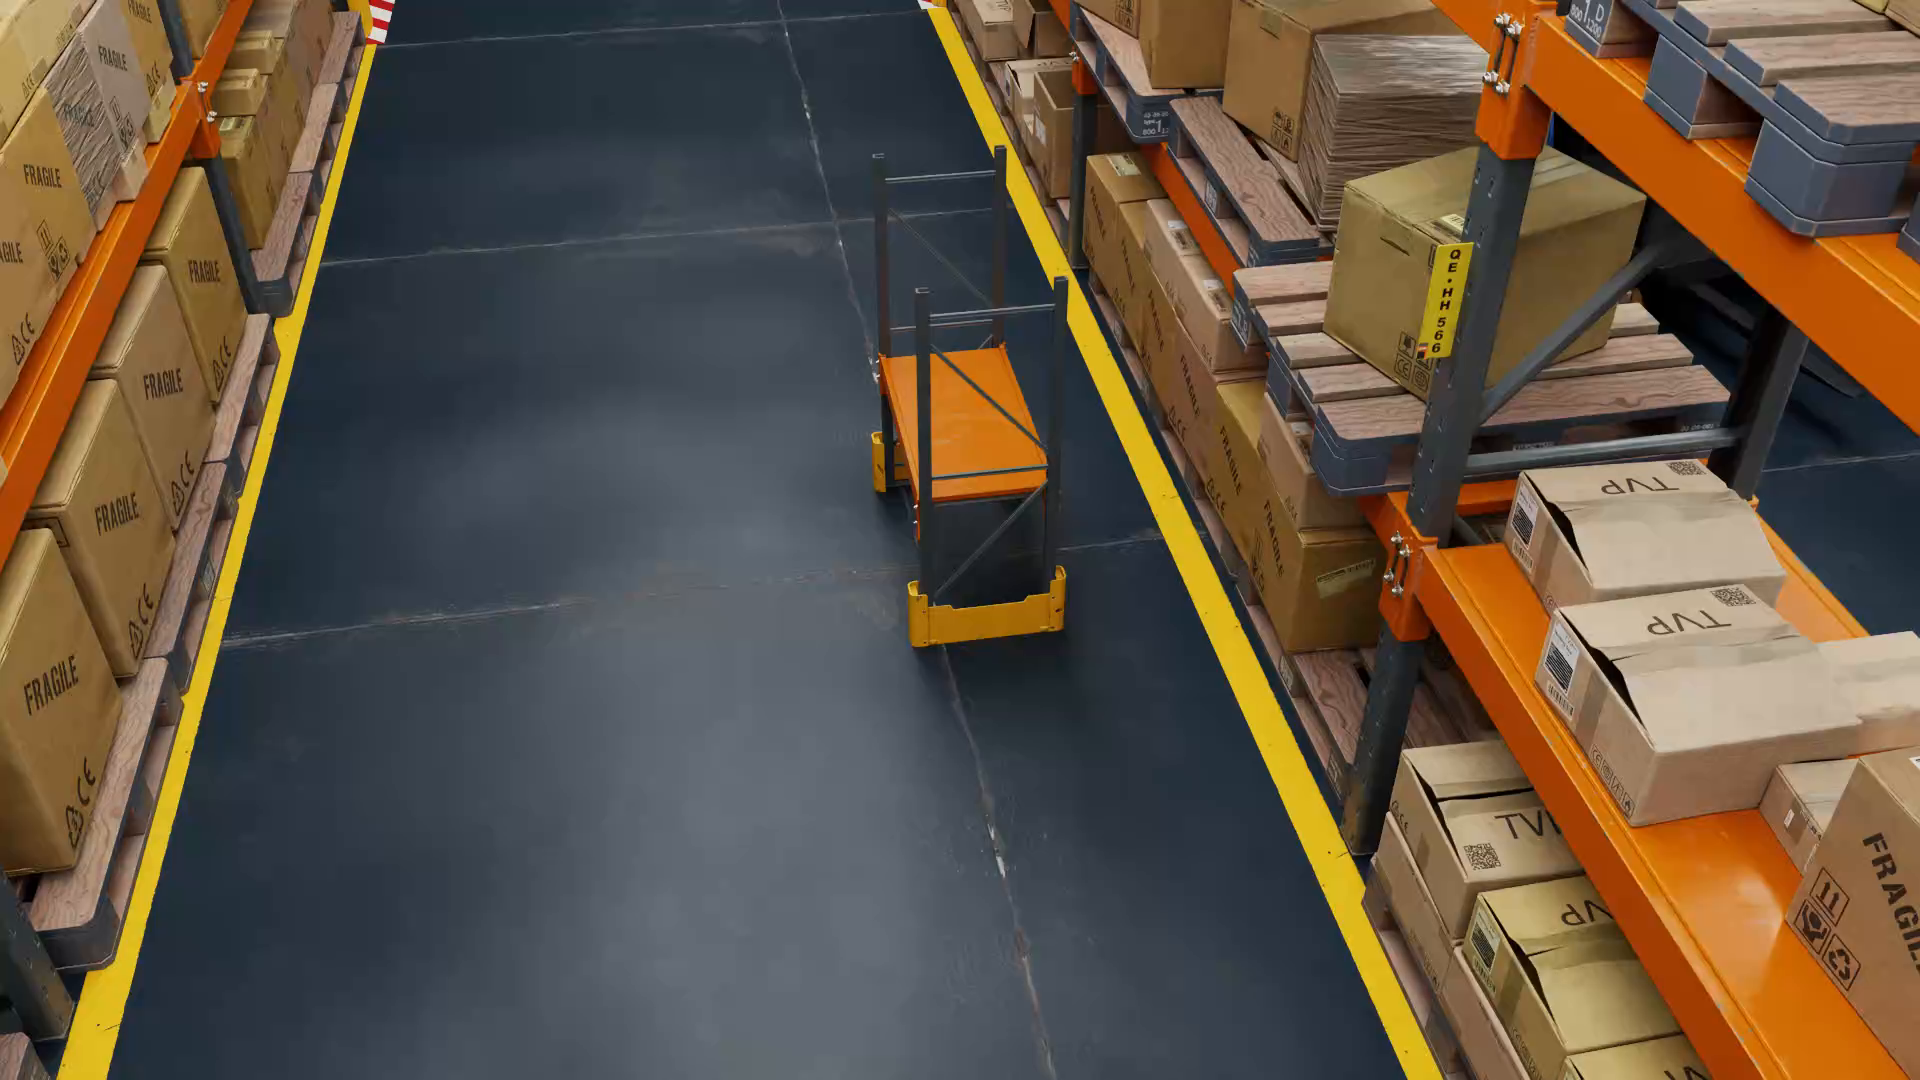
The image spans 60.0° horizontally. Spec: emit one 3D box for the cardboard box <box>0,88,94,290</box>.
[{"bbox_3d":[-3.219,-1.120,5.407,0.500,0.500,0.500,-5,38,-7],"label":"cardboard box"}]

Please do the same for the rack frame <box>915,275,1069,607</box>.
[{"bbox_3d":[0.104,-0.234,5.828,0.500,1.500,0.032,-6,38,-8],"label":"rack frame"}]

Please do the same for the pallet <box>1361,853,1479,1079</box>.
[{"bbox_3d":[1.864,1.364,4.822,1.003,0.211,1.213,-6,38,-8],"label":"pallet"}]

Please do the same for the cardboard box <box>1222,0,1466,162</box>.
[{"bbox_3d":[1.427,-1.800,6.198,0.700,0.500,0.500,-16,41,-19],"label":"cardboard box"}]

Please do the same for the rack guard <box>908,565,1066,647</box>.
[{"bbox_3d":[0.101,0.248,6.227,0.587,0.250,0.087,-6,38,-8],"label":"rack guard"}]

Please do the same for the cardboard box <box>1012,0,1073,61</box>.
[{"bbox_3d":[0.723,-2.977,9.813,0.797,0.503,0.637,-6,38,-8],"label":"cardboard box"}]

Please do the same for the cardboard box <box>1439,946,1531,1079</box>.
[{"bbox_3d":[1.650,1.333,4.489,0.500,0.250,0.500,-7,38,-9],"label":"cardboard box"}]

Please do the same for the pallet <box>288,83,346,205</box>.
[{"bbox_3d":[-4.093,-2.225,9.442,1.003,0.211,1.213,-6,38,-8],"label":"pallet"}]

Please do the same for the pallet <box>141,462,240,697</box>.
[{"bbox_3d":[-3.393,0.178,6.349,1.003,0.211,1.213,-6,38,-8],"label":"pallet"}]

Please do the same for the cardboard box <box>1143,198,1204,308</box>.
[{"bbox_3d":[1.077,-1.215,6.937,0.500,0.250,0.500,-6,38,-8],"label":"cardboard box"}]

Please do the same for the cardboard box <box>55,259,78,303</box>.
[{"bbox_3d":[-3.267,-0.921,5.679,0.380,0.149,0.250,-5,38,-7],"label":"cardboard box"}]

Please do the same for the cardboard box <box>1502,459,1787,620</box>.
[{"bbox_3d":[1.779,0.021,4.351,0.500,0.311,0.500,-4,38,-5],"label":"cardboard box"}]

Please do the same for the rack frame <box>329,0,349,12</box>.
[{"bbox_3d":[-4.521,-4.536,10.143,1.000,3.000,0.127,-6,38,-8],"label":"rack frame"}]

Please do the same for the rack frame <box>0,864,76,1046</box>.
[{"bbox_3d":[-3.118,0.296,3.924,1.000,3.000,0.127,-6,38,-8],"label":"rack frame"}]

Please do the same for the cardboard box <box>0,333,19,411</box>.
[{"bbox_3d":[-3.034,-0.507,4.617,0.500,0.500,0.500,-5,38,-6],"label":"cardboard box"}]

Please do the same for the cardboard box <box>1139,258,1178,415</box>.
[{"bbox_3d":[1.087,-0.899,7.142,0.500,0.500,0.500,-6,38,-7],"label":"cardboard box"}]

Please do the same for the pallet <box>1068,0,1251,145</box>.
[{"bbox_3d":[1.090,-2.085,7.145,1.003,0.211,1.213,-6,38,-8],"label":"pallet"}]

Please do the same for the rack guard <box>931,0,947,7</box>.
[{"bbox_3d":[0.369,-4.038,11.540,1.175,0.500,0.348,-6,38,-8],"label":"rack guard"}]

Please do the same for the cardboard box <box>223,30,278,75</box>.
[{"bbox_3d":[-3.822,-2.559,8.765,0.380,0.149,0.250,-7,38,-9],"label":"cardboard box"}]

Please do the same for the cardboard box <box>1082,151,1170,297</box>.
[{"bbox_3d":[0.902,-1.523,7.944,0.500,0.500,0.500,-8,39,-10],"label":"cardboard box"}]

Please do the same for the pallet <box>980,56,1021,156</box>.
[{"bbox_3d":[0.720,-2.707,10.062,1.003,0.211,1.213,-6,38,-8],"label":"pallet"}]

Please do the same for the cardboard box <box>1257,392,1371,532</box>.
[{"bbox_3d":[1.349,-0.295,5.752,0.500,0.250,0.500,-5,38,-6],"label":"cardboard box"}]

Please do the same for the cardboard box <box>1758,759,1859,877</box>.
[{"bbox_3d":[2.037,0.625,3.706,0.380,0.149,0.250,-4,38,-5],"label":"cardboard box"}]

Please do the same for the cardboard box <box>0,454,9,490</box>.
[{"bbox_3d":[-2.947,-0.159,4.698,0.380,0.149,0.250,-5,38,-7],"label":"cardboard box"}]

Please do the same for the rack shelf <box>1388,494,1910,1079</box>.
[{"bbox_3d":[2.109,1.253,3.278,1.077,0.370,4.000,-6,38,-8],"label":"rack shelf"}]

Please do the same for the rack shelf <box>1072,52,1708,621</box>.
[{"bbox_3d":[1.408,-1.163,6.388,1.077,0.370,4.000,-6,38,-8],"label":"rack shelf"}]

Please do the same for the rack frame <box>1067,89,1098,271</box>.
[{"bbox_3d":[1.057,-2.655,7.722,1.000,3.000,0.127,-6,38,-8],"label":"rack frame"}]

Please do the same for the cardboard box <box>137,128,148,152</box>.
[{"bbox_3d":[-3.413,-1.544,6.480,0.380,0.149,0.250,-5,38,-7],"label":"cardboard box"}]

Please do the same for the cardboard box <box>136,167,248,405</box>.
[{"bbox_3d":[-3.577,-1.058,7.077,0.750,0.750,0.750,-6,38,-7],"label":"cardboard box"}]

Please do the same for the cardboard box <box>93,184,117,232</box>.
[{"bbox_3d":[-3.331,-1.235,6.084,0.380,0.149,0.250,-6,38,-8],"label":"cardboard box"}]

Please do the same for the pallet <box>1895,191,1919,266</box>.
[{"bbox_3d":[2.164,-0.273,2.366,1.003,0.211,1.213,-5,38,-6],"label":"pallet"}]

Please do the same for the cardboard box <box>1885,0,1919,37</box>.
[{"bbox_3d":[2.003,-0.947,2.859,0.500,0.250,0.500,-5,38,-7],"label":"cardboard box"}]

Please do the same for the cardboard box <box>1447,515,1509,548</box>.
[{"bbox_3d":[1.862,-0.047,6.044,0.500,0.500,0.500,-8,38,-10],"label":"cardboard box"}]

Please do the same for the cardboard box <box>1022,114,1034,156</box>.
[{"bbox_3d":[0.553,-2.236,9.149,0.380,0.149,0.250,-6,38,-8],"label":"cardboard box"}]

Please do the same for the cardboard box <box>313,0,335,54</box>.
[{"bbox_3d":[-4.299,-3.302,10.251,0.700,0.500,0.500,-6,38,-8],"label":"cardboard box"}]

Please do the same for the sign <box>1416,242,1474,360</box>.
[{"bbox_3d":[1.226,-0.601,4.199,0.100,0.325,0.005,-6,38,-8],"label":"sign"}]

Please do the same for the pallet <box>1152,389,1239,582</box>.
[{"bbox_3d":[1.454,-0.328,7.000,1.003,0.211,1.213,-6,38,-8],"label":"pallet"}]

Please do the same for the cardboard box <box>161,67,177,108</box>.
[{"bbox_3d":[-3.481,-1.855,6.881,0.380,0.149,0.250,-6,38,-8],"label":"cardboard box"}]

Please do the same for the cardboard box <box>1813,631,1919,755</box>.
[{"bbox_3d":[2.188,0.374,4.028,0.380,0.149,0.250,-6,38,-8],"label":"cardboard box"}]

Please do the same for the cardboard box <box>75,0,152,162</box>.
[{"bbox_3d":[-3.391,-1.726,6.186,0.500,0.500,0.500,-6,38,-8],"label":"cardboard box"}]

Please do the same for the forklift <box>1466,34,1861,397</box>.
[{"bbox_3d":[3.619,-2.541,7.632,1.130,2.935,3.031,-13,40,-17],"label":"forklift"}]

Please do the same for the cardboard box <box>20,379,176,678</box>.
[{"bbox_3d":[-3.265,-0.009,5.726,0.750,0.750,0.750,-6,38,-8],"label":"cardboard box"}]

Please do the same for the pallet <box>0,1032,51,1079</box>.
[{"bbox_3d":[-2.983,1.870,4.171,1.003,0.211,1.213,-6,38,-8],"label":"pallet"}]

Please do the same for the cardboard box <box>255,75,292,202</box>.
[{"bbox_3d":[-3.934,-2.065,8.658,0.700,0.500,0.500,-7,38,-8],"label":"cardboard box"}]

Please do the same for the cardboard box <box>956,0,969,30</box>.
[{"bbox_3d":[0.259,-3.498,10.690,0.500,0.250,0.500,-6,38,-8],"label":"cardboard box"}]

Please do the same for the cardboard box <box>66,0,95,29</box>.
[{"bbox_3d":[-3.405,-2.016,5.949,0.500,0.250,0.500,-5,38,-7],"label":"cardboard box"}]

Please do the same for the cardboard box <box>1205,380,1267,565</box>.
[{"bbox_3d":[1.273,-0.278,6.341,0.500,0.500,0.500,-8,38,-10],"label":"cardboard box"}]

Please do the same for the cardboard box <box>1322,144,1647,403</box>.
[{"bbox_3d":[1.537,-0.812,4.927,0.700,0.500,0.500,-19,42,-23],"label":"cardboard box"}]

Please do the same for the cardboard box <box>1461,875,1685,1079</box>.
[{"bbox_3d":[1.661,1.124,4.300,0.500,0.311,0.500,-7,38,-9],"label":"cardboard box"}]

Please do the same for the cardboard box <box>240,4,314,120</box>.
[{"bbox_3d":[-4.123,-2.696,9.471,0.700,0.500,0.500,-7,38,-9],"label":"cardboard box"}]

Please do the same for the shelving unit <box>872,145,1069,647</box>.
[{"bbox_3d":[0.013,-0.546,6.231,0.587,1.500,1.083,-6,38,-8],"label":"shelving unit"}]

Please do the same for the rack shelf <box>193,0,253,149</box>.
[{"bbox_3d":[-4.170,-3.044,8.809,1.077,0.370,4.000,-6,38,-8],"label":"rack shelf"}]

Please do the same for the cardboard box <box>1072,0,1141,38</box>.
[{"bbox_3d":[0.920,-2.550,7.163,0.700,0.500,0.500,-19,42,-23],"label":"cardboard box"}]

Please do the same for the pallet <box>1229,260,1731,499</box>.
[{"bbox_3d":[1.570,-0.565,5.188,1.213,0.211,1.003,-6,38,-8],"label":"pallet"}]
